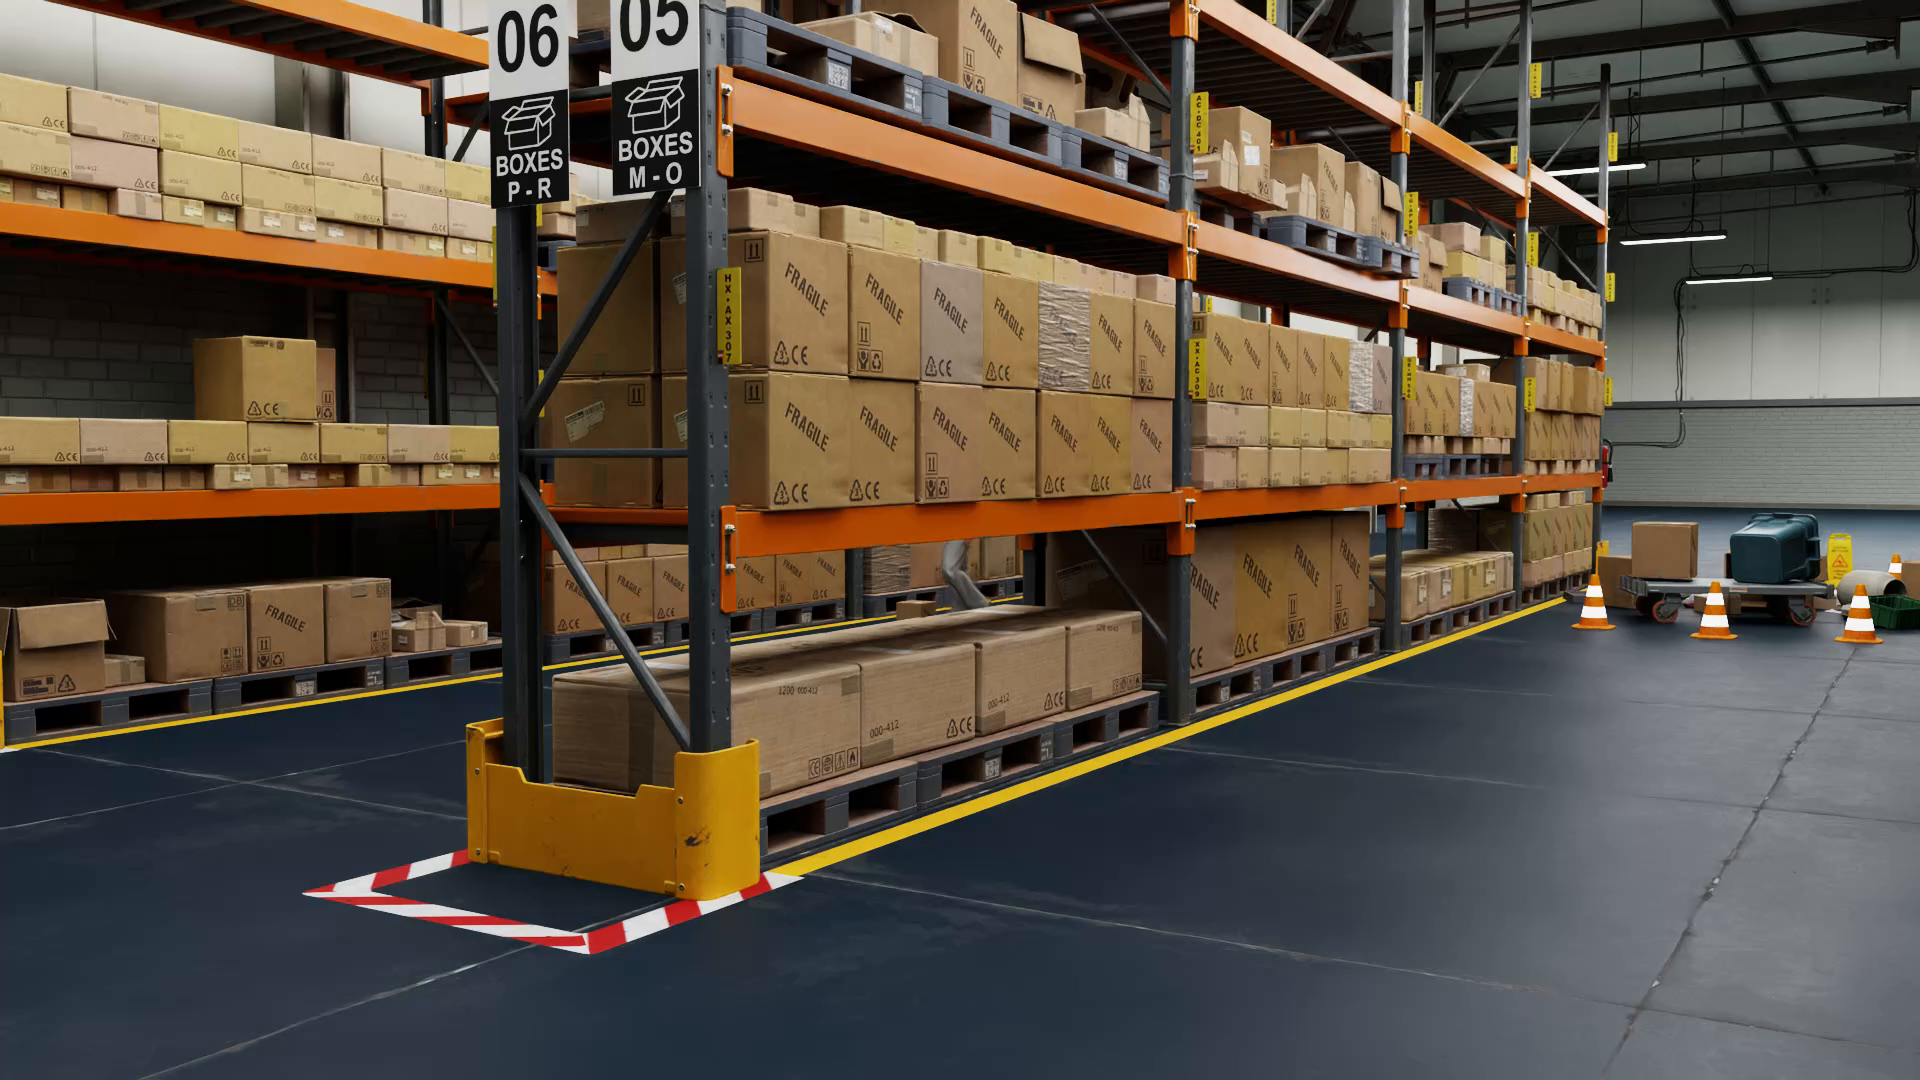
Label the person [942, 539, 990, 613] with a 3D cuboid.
[{"bbox_3d":[0.038,-0.059,14.083,0.445,1.666,0.504,0,3,-9],"label":"person"}]
